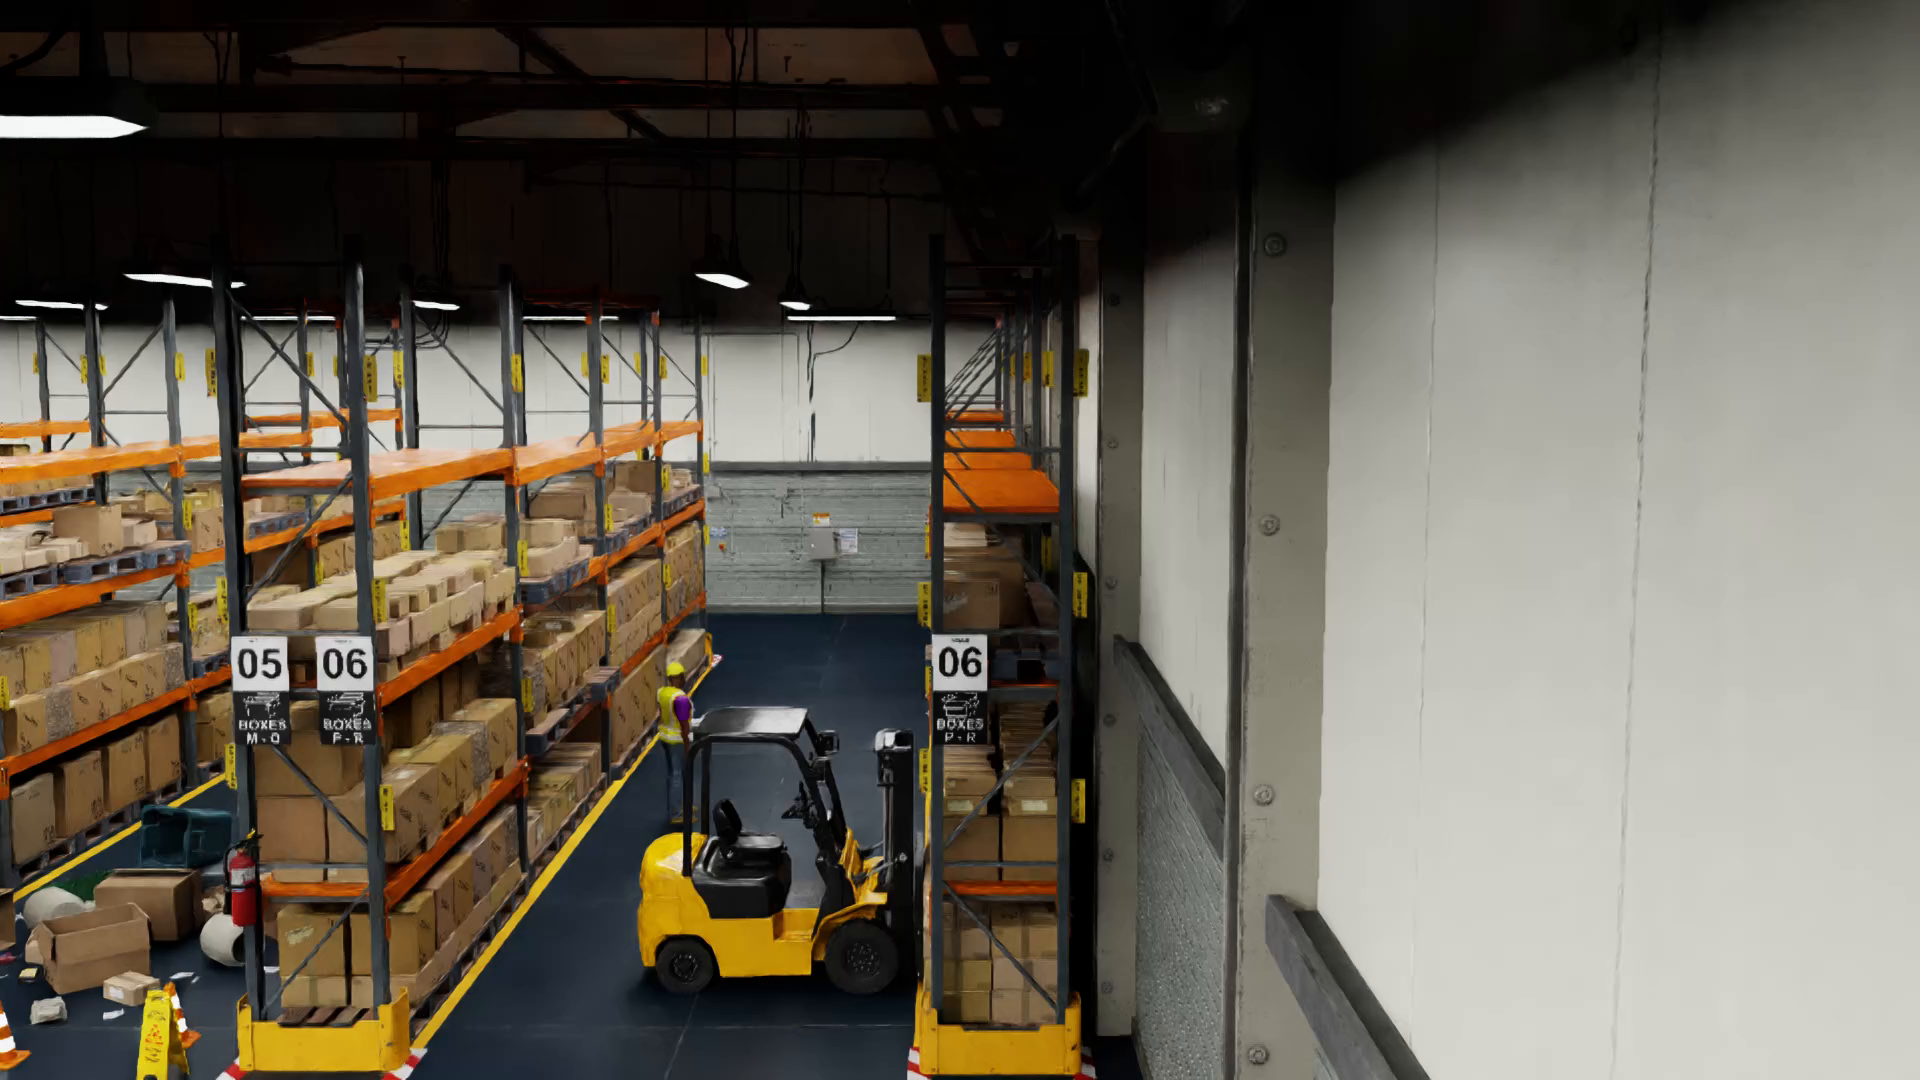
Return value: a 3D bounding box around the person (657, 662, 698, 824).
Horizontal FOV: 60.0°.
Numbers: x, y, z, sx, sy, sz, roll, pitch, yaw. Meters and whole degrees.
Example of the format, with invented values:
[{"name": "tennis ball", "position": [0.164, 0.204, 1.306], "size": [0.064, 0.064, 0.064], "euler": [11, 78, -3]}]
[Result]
[{"name": "person", "position": [-3.109, 2.231, 18.502], "size": [0.447, 1.771, 0.632], "euler": [-4, 7, -32]}]
